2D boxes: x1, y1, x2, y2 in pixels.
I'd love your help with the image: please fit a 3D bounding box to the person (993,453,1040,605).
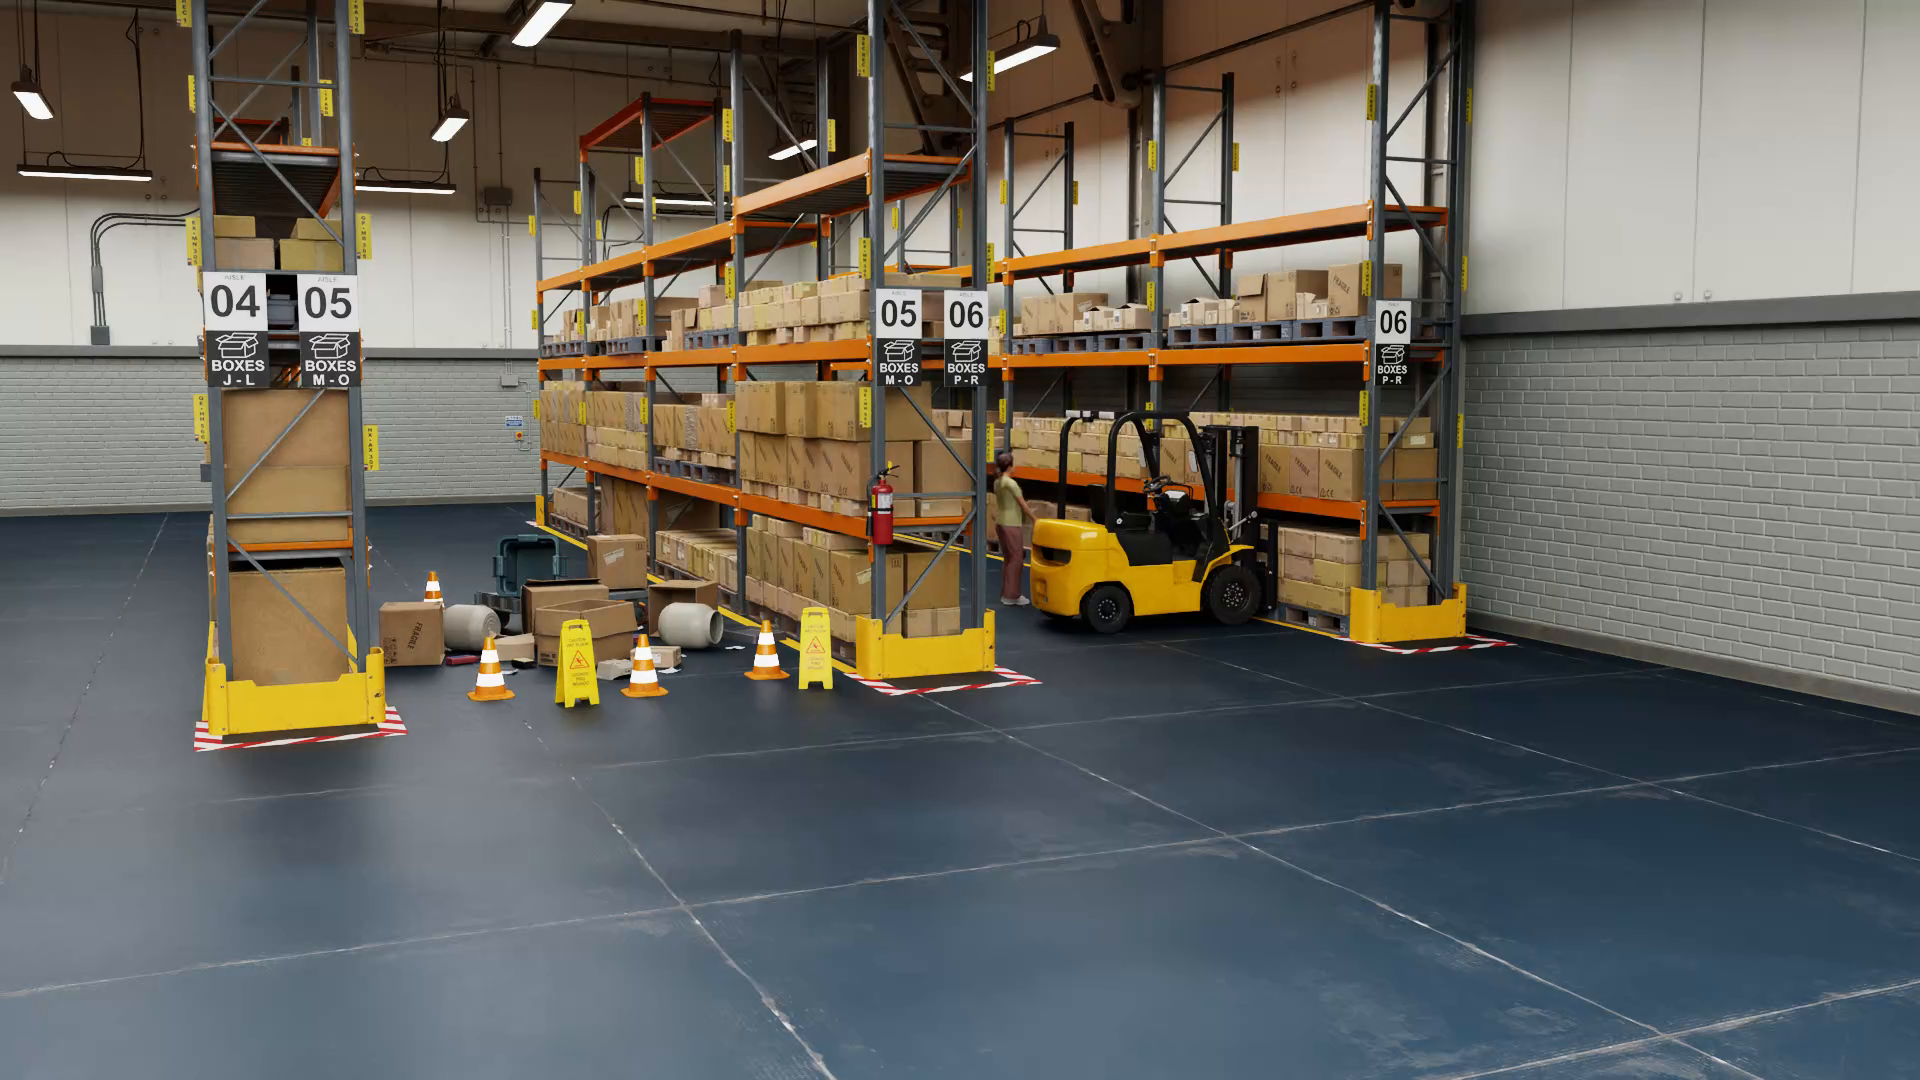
[{"bbox_3d":[0.611,-0.127,18.354,0.538,1.668,0.421,-2,6,-24],"label":"person"}]
